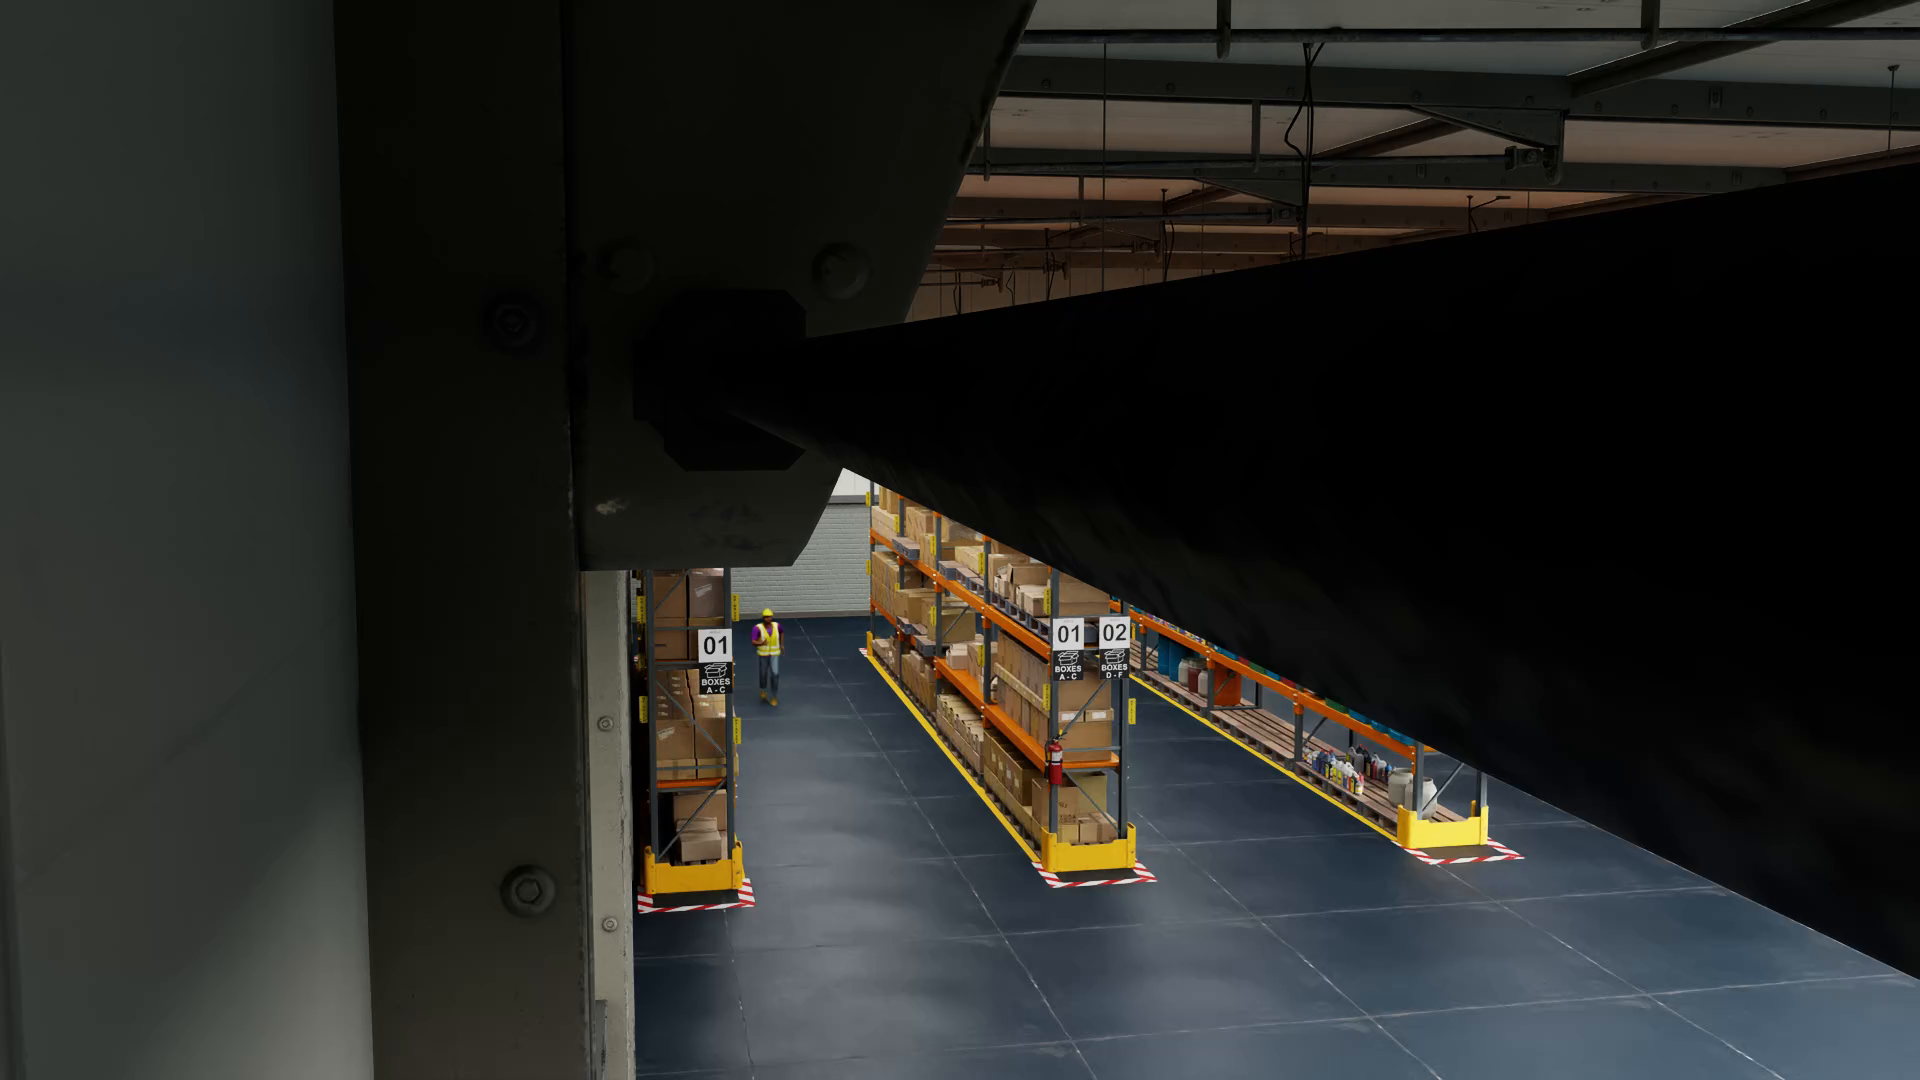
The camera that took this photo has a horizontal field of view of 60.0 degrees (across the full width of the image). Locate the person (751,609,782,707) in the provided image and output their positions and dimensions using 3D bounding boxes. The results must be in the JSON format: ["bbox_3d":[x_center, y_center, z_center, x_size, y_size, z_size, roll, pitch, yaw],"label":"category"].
[{"bbox_3d":[-3.625,2.187,31.238,0.632,1.823,0.808,-1,6,-13],"label":"person"}]
